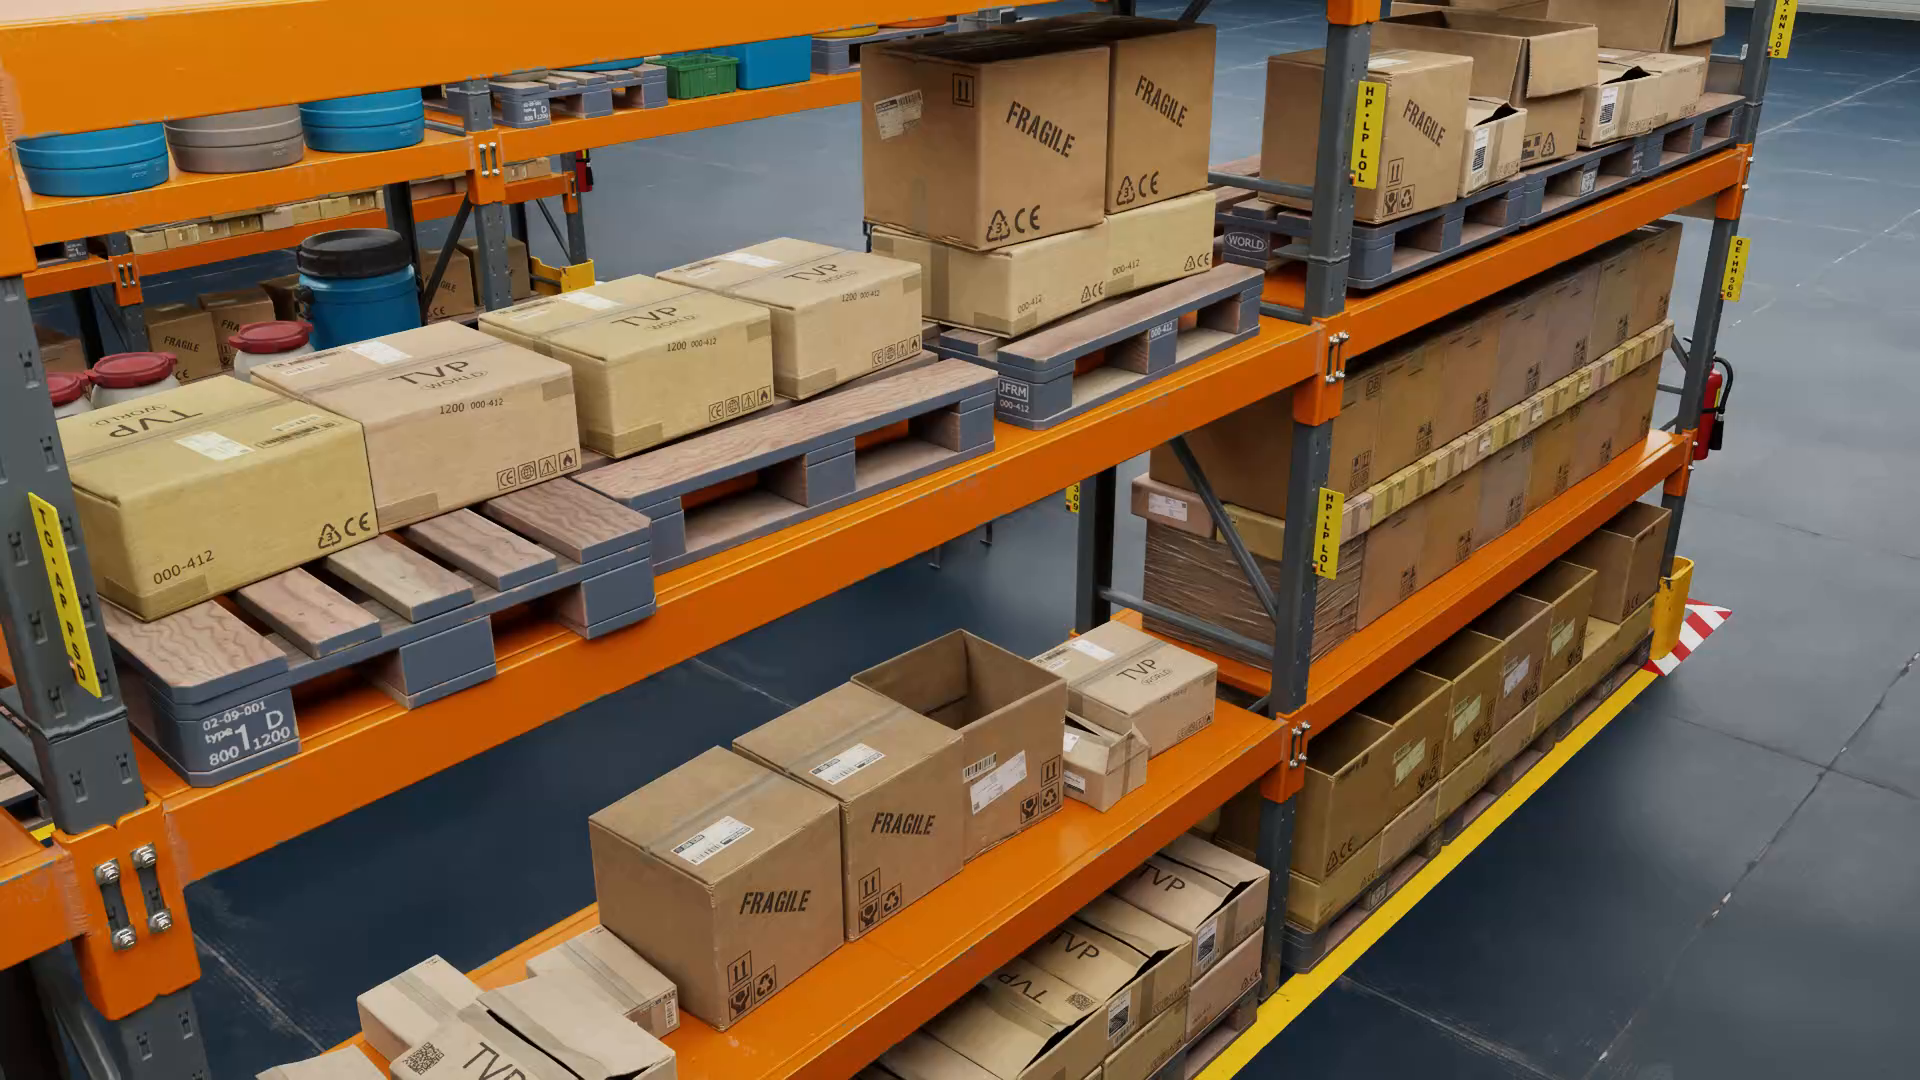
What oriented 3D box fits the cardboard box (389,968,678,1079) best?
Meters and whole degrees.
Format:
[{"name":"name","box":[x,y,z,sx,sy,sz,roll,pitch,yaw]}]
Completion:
[{"name":"cardboard box","box":[-1.056,1.365,4.148,0.500,0.311,0.500,20,31,37]}]

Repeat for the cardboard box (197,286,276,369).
[{"name":"cardboard box","box":[-5.829,-1.719,13.461,0.500,0.500,0.500,-13,27,-27]}]

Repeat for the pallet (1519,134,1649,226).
[{"name":"pallet","box":[2.237,-1.640,7.183,1.003,0.211,1.213,20,31,38]}]

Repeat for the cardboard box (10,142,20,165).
[{"name":"cardboard box","box":[-7.137,-2.642,11.731,1.000,1.000,1.000,20,31,38]}]

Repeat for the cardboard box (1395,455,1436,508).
[{"name":"cardboard box","box":[1.709,-0.281,6.796,0.380,0.149,0.250,20,31,37]}]

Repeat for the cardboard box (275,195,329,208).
[{"name":"cardboard box","box":[-5.537,-3.005,13.300,0.875,0.500,0.500,20,31,38]}]

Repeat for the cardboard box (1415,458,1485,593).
[{"name":"cardboard box","box":[1.849,-0.172,7.344,0.700,0.500,0.500,21,31,38]}]

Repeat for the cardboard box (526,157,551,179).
[{"name":"cardboard box","box":[-3.869,-3.342,14.844,0.380,0.149,0.250,20,31,38]}]

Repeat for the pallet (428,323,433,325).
[{"name":"pallet","box":[-5.266,-1.696,14.275,1.003,0.211,1.213,20,31,38]}]

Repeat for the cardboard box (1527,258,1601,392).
[{"name":"cardboard box","box":[2.503,-1.061,7.741,0.700,0.500,0.500,20,31,38]}]

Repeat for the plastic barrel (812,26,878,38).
[{"name":"plastic barrel","box":[-0.810,-3.511,10.505,0.600,0.588,0.600,0,24,0]}]

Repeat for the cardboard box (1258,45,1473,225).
[{"name":"cardboard box","box":[1.405,-1.426,5.791,0.500,0.500,0.500,-21,32,-39]}]

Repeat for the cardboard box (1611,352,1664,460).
[{"name":"cardboard box","box":[3.221,-0.800,8.747,0.700,0.500,0.500,20,31,38]}]

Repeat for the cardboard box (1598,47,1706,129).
[{"name":"cardboard box","box":[2.970,-2.026,7.436,0.500,0.250,0.500,20,31,38]}]

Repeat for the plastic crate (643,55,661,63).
[{"name":"plastic crate","box":[-2.043,-2.876,10.155,0.243,0.136,0.396,20,31,38]}]

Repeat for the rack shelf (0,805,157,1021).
[{"name":"rack shelf","box":[-3.132,1.113,1.815,1.077,0.370,4.000,20,31,38]}]

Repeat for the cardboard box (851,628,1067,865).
[{"name":"cardboard box","box":[-0.004,0.670,5.468,0.500,0.500,0.500,-22,32,-39]}]

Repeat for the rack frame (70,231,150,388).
[{"name":"rack frame","box":[-6.502,-2.381,12.394,1.000,3.000,0.127,20,31,38]}]

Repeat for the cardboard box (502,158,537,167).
[{"name":"cardboard box","box":[-4.220,-3.621,14.674,0.875,0.500,0.500,20,31,38]}]

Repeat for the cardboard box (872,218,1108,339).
[{"name":"cardboard box","box":[0.090,-0.814,4.902,0.500,0.250,0.500,17,29,33]}]

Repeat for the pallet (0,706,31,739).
[{"name":"pallet","box":[-4.123,0.867,8.558,1.003,0.211,1.213,20,31,38]}]

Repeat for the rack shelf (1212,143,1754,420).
[{"name":"rack shelf","box":[2.207,-1.325,7.251,1.077,0.370,4.000,20,31,38]}]

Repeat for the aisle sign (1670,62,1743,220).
[{"name":"aisle sign","box":[3.805,-2.020,8.410,0.394,0.787,0.004,20,31,38]}]

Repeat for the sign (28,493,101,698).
[{"name":"sign","box":[-1.394,0.088,2.589,0.100,0.325,0.005,20,31,38]}]

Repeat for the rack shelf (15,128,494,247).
[{"name":"rack shelf","box":[-4.148,-1.460,7.552,1.077,0.370,4.000,20,31,38]}]

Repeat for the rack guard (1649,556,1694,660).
[{"name":"rack guard","box":[3.558,0.240,9.604,1.175,0.500,0.348,20,31,38]}]

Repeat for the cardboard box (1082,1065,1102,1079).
[{"name":"cardboard box","box":[0.132,1.903,5.686,0.500,0.250,0.500,21,32,39]}]

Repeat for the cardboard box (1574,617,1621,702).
[{"name":"cardboard box","box":[3.080,0.569,8.662,0.500,0.250,0.500,20,31,38]}]

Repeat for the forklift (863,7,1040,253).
[{"name":"forklift","box":[-0.205,-2.711,13.213,3.031,2.935,1.130,16,29,31]}]

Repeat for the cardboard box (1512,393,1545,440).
[{"name":"cardboard box","box":[2.396,-0.594,7.492,0.380,0.149,0.250,20,31,37]}]

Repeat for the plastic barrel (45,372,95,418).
[{"name":"plastic barrel","box":[-4.394,-0.504,8.041,0.433,0.535,0.433,0,24,0]}]

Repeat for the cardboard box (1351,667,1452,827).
[{"name":"cardboard box","box":[1.743,0.836,7.151,0.500,0.500,0.500,20,31,38]}]

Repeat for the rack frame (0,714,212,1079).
[{"name":"rack frame","box":[-1.797,1.544,3.640,1.000,3.000,0.127,20,31,38]}]

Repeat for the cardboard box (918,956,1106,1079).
[{"name":"cardboard box","box":[0.138,1.646,5.575,0.500,0.311,0.500,20,31,37]}]

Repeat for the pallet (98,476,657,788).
[{"name":"pallet","box":[-1.411,0.030,3.581,1.213,0.211,1.003,22,32,40]}]

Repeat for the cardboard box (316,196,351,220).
[{"name":"cardboard box","box":[-5.143,-2.710,13.436,0.380,0.149,0.250,20,31,38]}]

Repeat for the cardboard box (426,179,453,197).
[{"name":"cardboard box","box":[-4.541,-3.039,14.168,0.380,0.149,0.250,20,31,38]}]

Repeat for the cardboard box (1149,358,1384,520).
[{"name":"cardboard box","box":[1.164,-0.449,6.378,0.700,0.500,0.500,20,31,38]}]

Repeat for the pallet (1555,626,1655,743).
[{"name":"pallet","box":[3.063,0.623,9.102,1.003,0.211,1.213,20,31,38]}]

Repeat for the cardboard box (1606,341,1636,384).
[{"name":"cardboard box","box":[3.085,-0.909,8.195,0.380,0.149,0.250,20,31,37]}]

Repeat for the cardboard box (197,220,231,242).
[{"name":"cardboard box","box":[-5.812,-2.406,12.757,0.380,0.149,0.250,20,31,38]}]

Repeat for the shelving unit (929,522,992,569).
[{"name":"shelving unit","box":[-0.110,-0.908,10.208,0.431,2.100,0.503,20,31,38]}]

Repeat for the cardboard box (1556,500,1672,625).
[{"name":"cardboard box","box":[3.406,0.072,8.854,0.500,0.500,0.500,20,31,38]}]

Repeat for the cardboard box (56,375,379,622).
[{"name":"cardboard box","box":[-1.536,-0.102,3.314,0.500,0.250,0.500,17,29,34]}]

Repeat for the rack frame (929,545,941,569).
[{"name":"rack frame","box":[-0.273,-0.833,10.042,0.400,2.100,0.015,20,31,38]}]

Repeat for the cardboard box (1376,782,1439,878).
[{"name":"cardboard box","box":[1.745,1.179,7.302,0.500,0.250,0.500,20,31,38]}]

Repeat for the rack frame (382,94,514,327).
[{"name":"rack frame","box":[-2.814,-1.028,9.377,1.000,3.000,0.127,20,31,38]}]
